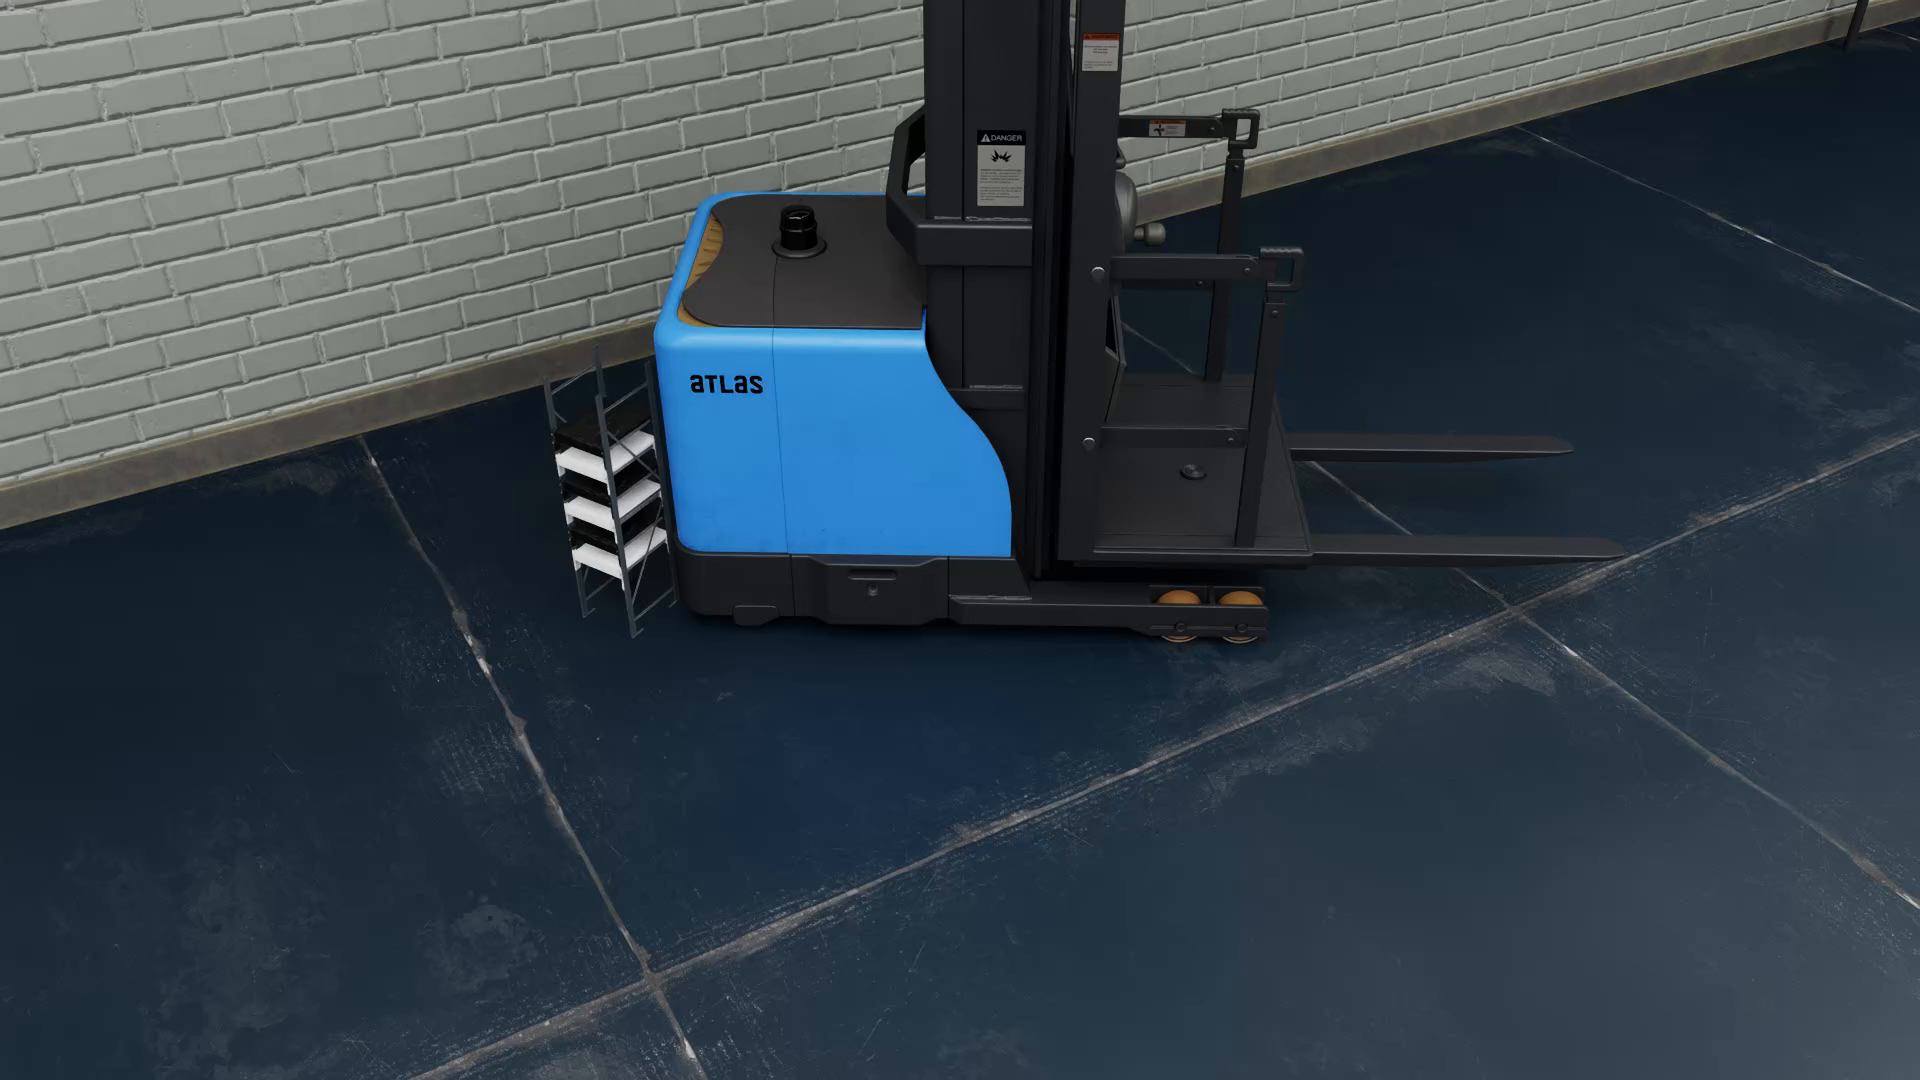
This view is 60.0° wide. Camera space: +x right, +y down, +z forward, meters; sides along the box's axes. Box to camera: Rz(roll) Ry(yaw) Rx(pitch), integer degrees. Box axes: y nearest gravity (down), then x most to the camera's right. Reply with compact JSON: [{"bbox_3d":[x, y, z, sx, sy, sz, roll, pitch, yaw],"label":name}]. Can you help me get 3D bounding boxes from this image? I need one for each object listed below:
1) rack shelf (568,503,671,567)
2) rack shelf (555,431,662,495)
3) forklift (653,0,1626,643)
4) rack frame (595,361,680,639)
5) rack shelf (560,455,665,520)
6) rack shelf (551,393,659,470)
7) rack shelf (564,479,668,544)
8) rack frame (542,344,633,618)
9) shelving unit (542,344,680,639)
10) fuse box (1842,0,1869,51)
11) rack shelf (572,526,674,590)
[{"bbox_3d":[-1.073,-0.040,5.251,0.200,0.077,0.258,20,40,25],"label":"rack shelf"},{"bbox_3d":[-1.073,-0.258,5.091,0.200,0.077,0.258,20,40,25],"label":"rack shelf"},{"bbox_3d":[0.623,-1.174,4.873,3.031,2.935,1.130,1,36,1],"label":"forklift"},{"bbox_3d":[-0.986,-0.108,5.135,0.006,0.900,0.240,20,40,25],"label":"rack frame"},{"bbox_3d":[-1.073,-0.185,5.144,0.200,0.077,0.258,20,40,25],"label":"rack shelf"},{"bbox_3d":[-1.073,-0.330,5.038,0.200,0.077,0.258,20,40,25],"label":"rack shelf"},{"bbox_3d":[-1.073,-0.112,5.197,0.200,0.077,0.258,20,40,25],"label":"rack shelf"},{"bbox_3d":[-1.160,-0.170,5.220,0.006,0.900,0.240,20,40,25],"label":"rack frame"},{"bbox_3d":[-1.073,-0.139,5.178,0.210,0.900,0.258,20,40,25],"label":"shelving unit"},{"bbox_3d":[5.184,-3.528,9.129,0.539,1.711,0.414,-19,40,-24],"label":"fuse box"},{"bbox_3d":[-1.073,0.033,5.304,0.200,0.077,0.258,20,40,25],"label":"rack shelf"}]
